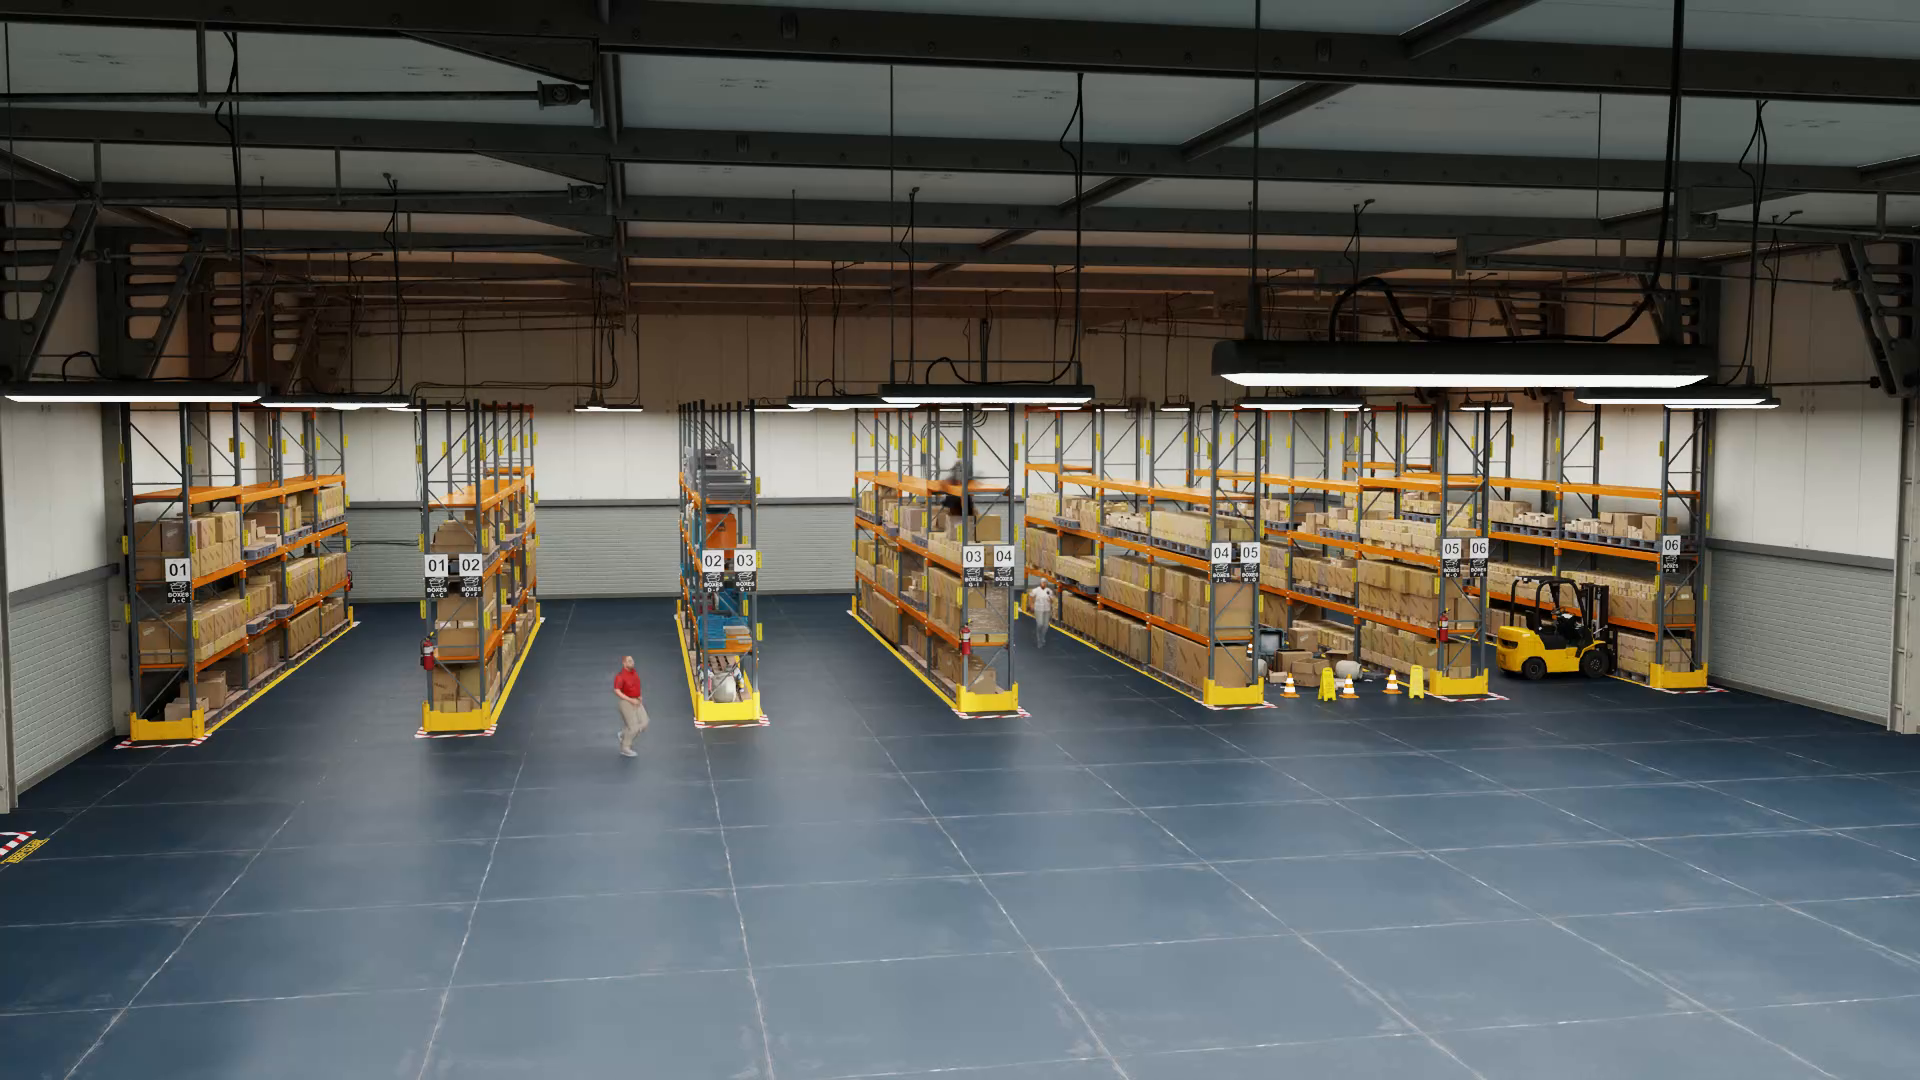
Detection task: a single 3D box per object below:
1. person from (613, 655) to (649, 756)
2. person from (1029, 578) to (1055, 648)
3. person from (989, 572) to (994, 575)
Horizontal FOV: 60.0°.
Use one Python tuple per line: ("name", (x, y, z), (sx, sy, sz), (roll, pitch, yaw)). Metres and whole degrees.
("person", (-5.545, 2.777, 27.974), (0.540, 1.692, 0.669), (2, 5, 19))
("person", (2.041, 1.796, 41.157), (0.577, 1.731, 0.750), (-1, 4, -15))
("person", (0.931, 1.373, 46.507), (0.556, 1.662, 0.610), (-1, 4, -9))
